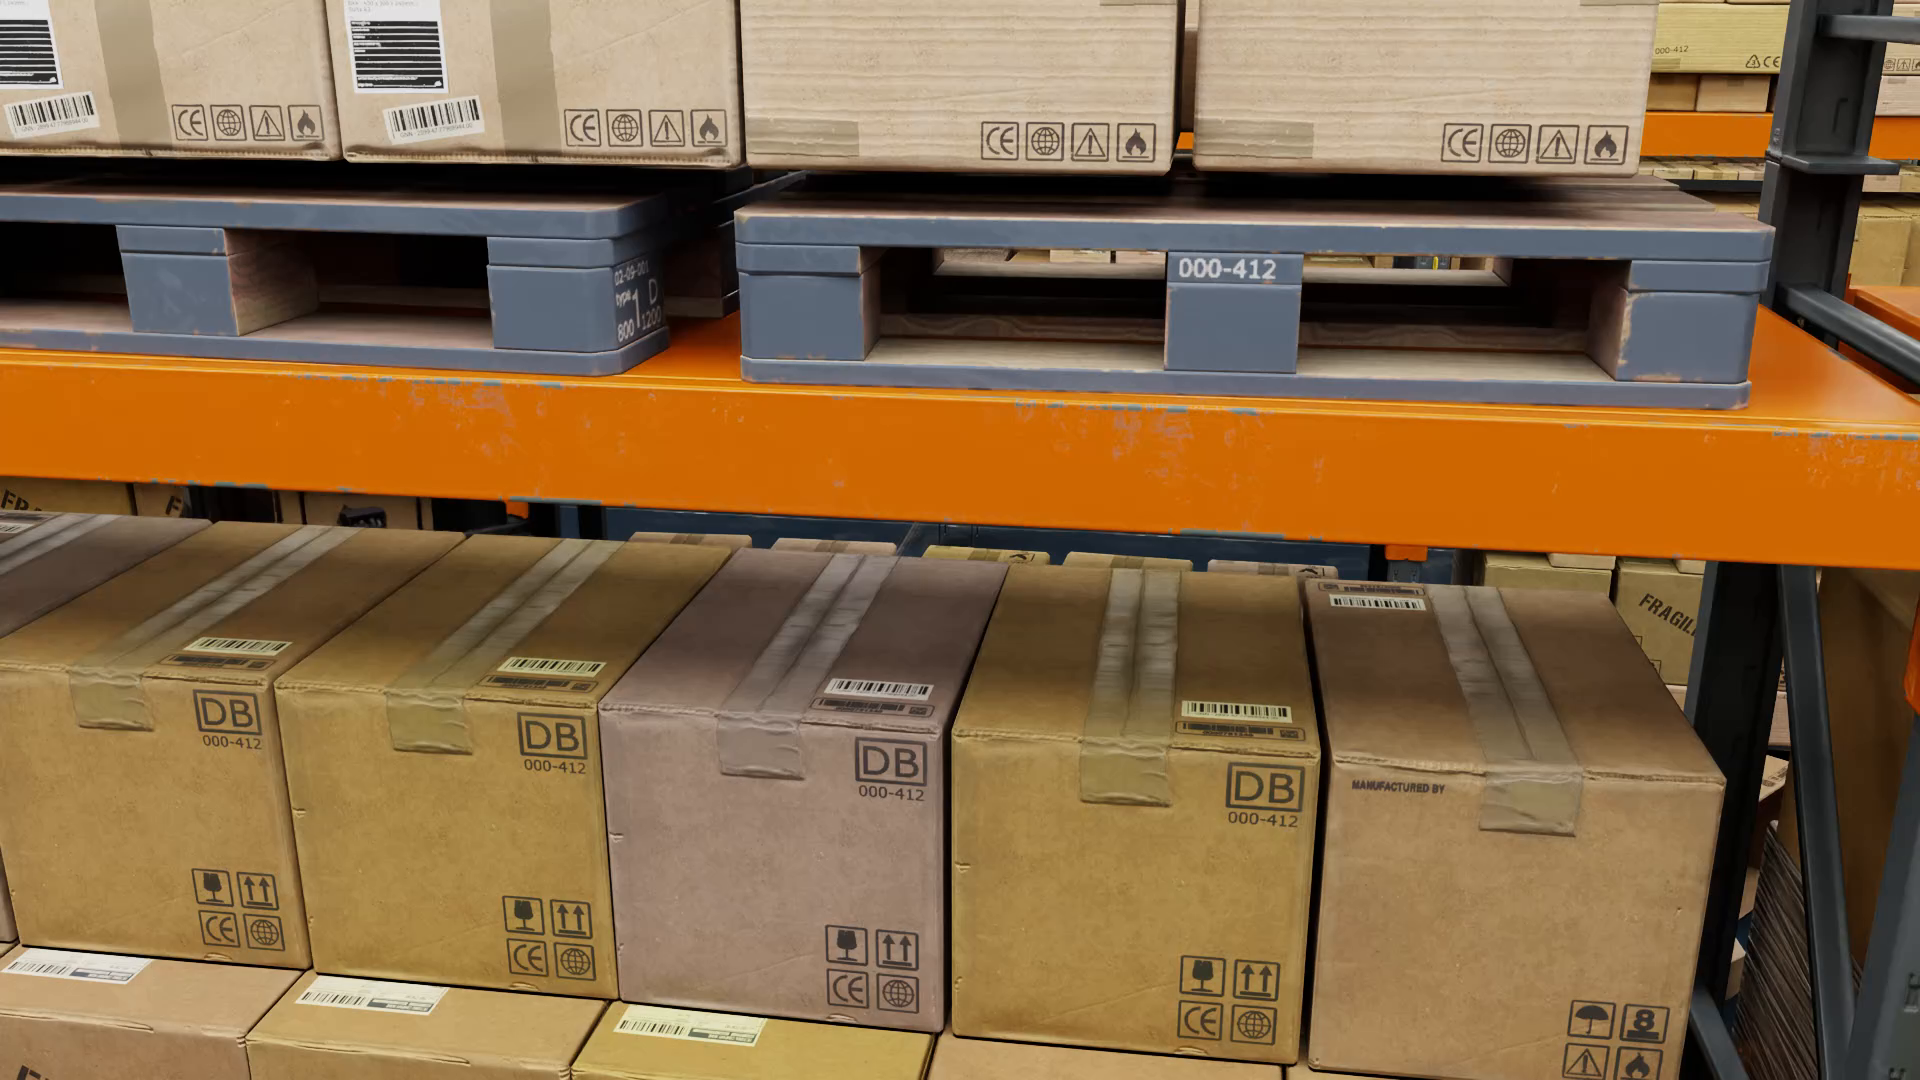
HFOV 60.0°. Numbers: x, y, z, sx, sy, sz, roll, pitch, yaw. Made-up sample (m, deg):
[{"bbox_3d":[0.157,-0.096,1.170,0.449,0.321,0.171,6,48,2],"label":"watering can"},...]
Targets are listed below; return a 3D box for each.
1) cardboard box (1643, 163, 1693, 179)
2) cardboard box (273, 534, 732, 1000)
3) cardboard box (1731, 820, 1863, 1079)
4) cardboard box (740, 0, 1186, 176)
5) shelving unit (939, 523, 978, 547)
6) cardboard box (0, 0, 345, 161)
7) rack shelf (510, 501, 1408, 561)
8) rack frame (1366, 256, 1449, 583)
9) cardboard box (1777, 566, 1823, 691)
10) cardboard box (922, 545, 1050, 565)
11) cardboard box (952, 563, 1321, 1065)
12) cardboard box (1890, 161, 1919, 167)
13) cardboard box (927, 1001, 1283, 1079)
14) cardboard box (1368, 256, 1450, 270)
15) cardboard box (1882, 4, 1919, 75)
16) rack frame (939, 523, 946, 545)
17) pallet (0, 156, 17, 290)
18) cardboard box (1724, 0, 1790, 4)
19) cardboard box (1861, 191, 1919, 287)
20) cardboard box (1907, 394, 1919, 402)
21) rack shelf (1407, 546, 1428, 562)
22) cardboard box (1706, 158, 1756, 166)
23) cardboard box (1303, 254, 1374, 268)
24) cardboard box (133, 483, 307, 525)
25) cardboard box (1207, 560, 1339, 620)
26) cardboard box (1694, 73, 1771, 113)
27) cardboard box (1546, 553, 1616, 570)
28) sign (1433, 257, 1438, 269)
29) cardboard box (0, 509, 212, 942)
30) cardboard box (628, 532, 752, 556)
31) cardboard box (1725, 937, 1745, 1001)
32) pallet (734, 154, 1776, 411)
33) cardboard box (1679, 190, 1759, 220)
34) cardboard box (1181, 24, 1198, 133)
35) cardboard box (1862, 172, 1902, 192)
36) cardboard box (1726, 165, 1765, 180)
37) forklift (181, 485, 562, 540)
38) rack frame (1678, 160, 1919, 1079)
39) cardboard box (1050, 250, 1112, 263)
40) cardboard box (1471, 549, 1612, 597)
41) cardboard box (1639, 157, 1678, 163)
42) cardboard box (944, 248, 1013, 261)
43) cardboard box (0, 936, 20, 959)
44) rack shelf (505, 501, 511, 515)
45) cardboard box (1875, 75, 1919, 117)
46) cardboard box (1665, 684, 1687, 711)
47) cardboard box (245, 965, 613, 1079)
[{"bbox_3d":[4.800,-2.467,11.300,0.250,0.149,0.380,3,19,9],"label":"cardboard box"},{"bbox_3d":[-0.713,0.345,2.812,0.500,0.500,0.700,3,19,8],"label":"cardboard box"},{"bbox_3d":[1.650,0.910,2.620,0.550,0.550,0.875,3,19,9],"label":"cardboard box"},{"bbox_3d":[0.030,-0.625,2.133,0.500,0.250,0.500,3,19,8],"label":"cardboard box"},{"bbox_3d":[-0.008,-0.427,10.162,0.210,0.900,0.258,3,19,9],"label":"shelving unit"},{"bbox_3d":[-0.984,-0.705,2.278,0.500,0.311,0.500,3,19,8],"label":"cardboard box"},{"bbox_3d":[-0.005,-0.349,7.753,4.000,0.370,1.077,3,19,9],"label":"rack shelf"},{"bbox_3d":[1.969,-0.590,7.338,0.127,3.000,1.000,3,19,9],"label":"rack frame"},{"bbox_3d":[3.551,0.324,7.098,0.500,0.500,0.500,4,19,12],"label":"cardboard box"},{"bbox_3d":[0.054,0.362,7.973,0.625,0.372,0.950,4,19,10],"label":"cardboard box"},{"bbox_3d":[0.285,0.396,2.658,0.500,0.500,0.700,3,19,8],"label":"cardboard box"},{"bbox_3d":[6.405,-2.523,11.469,0.250,0.149,0.380,3,19,8],"label":"cardboard box"},{"bbox_3d":[0.227,0.951,2.576,0.500,0.500,0.500,3,19,8],"label":"cardboard box"},{"bbox_3d":[3.150,-2.088,11.659,0.500,0.500,0.500,2,19,7],"label":"cardboard box"},{"bbox_3d":[3.363,-1.922,6.360,0.500,0.250,0.500,3,19,9],"label":"cardboard box"},{"bbox_3d":[-0.108,-0.432,10.177,0.006,0.900,0.240,3,19,9],"label":"rack frame"},{"bbox_3d":[-2.021,-0.552,2.796,1.003,0.211,1.213,4,19,11],"label":"pallet"},{"bbox_3d":[3.004,-2.111,6.298,0.250,0.149,0.380,3,19,8],"label":"cardboard box"},{"bbox_3d":[3.891,-1.098,6.656,0.500,0.500,0.700,3,19,8],"label":"cardboard box"},{"bbox_3d":[3.855,-0.602,6.749,0.500,0.500,0.500,3,19,9],"label":"cardboard box"},{"bbox_3d":[3.944,-0.148,7.151,4.000,0.370,1.077,3,19,9],"label":"rack shelf"},{"bbox_3d":[5.382,-2.579,11.634,0.250,0.149,0.380,4,19,10],"label":"cardboard box"},{"bbox_3d":[1.477,-0.929,7.063,0.500,0.500,0.500,3,19,8],"label":"cardboard box"},{"bbox_3d":[-3.529,-0.089,8.530,0.875,0.875,0.875,3,19,9],"label":"cardboard box"},{"bbox_3d":[1.451,0.432,7.765,0.625,0.372,0.950,3,19,9],"label":"cardboard box"},{"bbox_3d":[2.991,-1.767,6.525,0.250,0.149,0.380,3,19,10],"label":"cardboard box"},{"bbox_3d":[2.623,-0.009,7.069,0.250,0.149,0.380,3,19,9],"label":"cardboard box"},{"bbox_3d":[1.885,-0.965,6.634,0.005,0.325,0.100,3,19,9],"label":"sign"},{"bbox_3d":[-1.724,0.294,2.963,0.500,0.500,0.700,3,19,8],"label":"cardboard box"},{"bbox_3d":[-1.424,0.288,8.196,0.625,0.372,0.950,2,19,5],"label":"cardboard box"},{"bbox_3d":[2.433,1.420,5.640,0.396,0.266,0.258,-11,21,-29],"label":"cardboard box"},{"bbox_3d":[0.371,-0.396,2.334,1.217,0.209,0.805,2,19,6],"label":"pallet"},{"bbox_3d":[2.870,-1.130,6.750,0.500,0.500,0.700,3,19,9],"label":"cardboard box"},{"bbox_3d":[0.299,-0.714,2.558,0.380,0.149,0.250,3,19,9],"label":"cardboard box"},{"bbox_3d":[6.067,-2.394,11.083,0.250,0.149,0.380,3,19,9],"label":"cardboard box"},{"bbox_3d":[5.295,-2.413,11.139,0.250,0.149,0.380,3,19,10],"label":"cardboard box"},{"bbox_3d":[-1.600,0.246,4.949,1.130,2.935,3.031,-13,23,-34],"label":"forklift"},{"bbox_3d":[1.284,0.966,2.688,0.127,3.000,1.000,3,19,9],"label":"rack frame"},{"bbox_3d":[0.521,-1.274,7.074,0.250,0.149,0.380,2,19,6],"label":"cardboard box"},{"bbox_3d":[2.509,0.274,7.247,0.500,0.500,0.500,4,19,11],"label":"cardboard box"},{"bbox_3d":[4.882,-2.610,11.728,0.250,0.149,0.380,3,19,9],"label":"cardboard box"},{"bbox_3d":[-0.039,-1.007,7.298,0.500,0.500,0.500,2,19,7],"label":"cardboard box"},{"bbox_3d":[-1.763,0.849,2.880,0.500,0.500,0.500,3,19,8],"label":"cardboard box"},{"bbox_3d":[-3.955,-0.550,8.355,4.000,0.370,1.077,3,19,9],"label":"rack shelf"},{"bbox_3d":[3.497,-1.708,6.349,0.250,0.149,0.380,3,19,8],"label":"cardboard box"},{"bbox_3d":[3.038,0.653,7.296,0.500,0.250,0.500,4,19,12],"label":"cardboard box"},{"bbox_3d":[-0.773,0.901,2.726,0.500,0.500,0.500,3,19,8],"label":"cardboard box"}]
